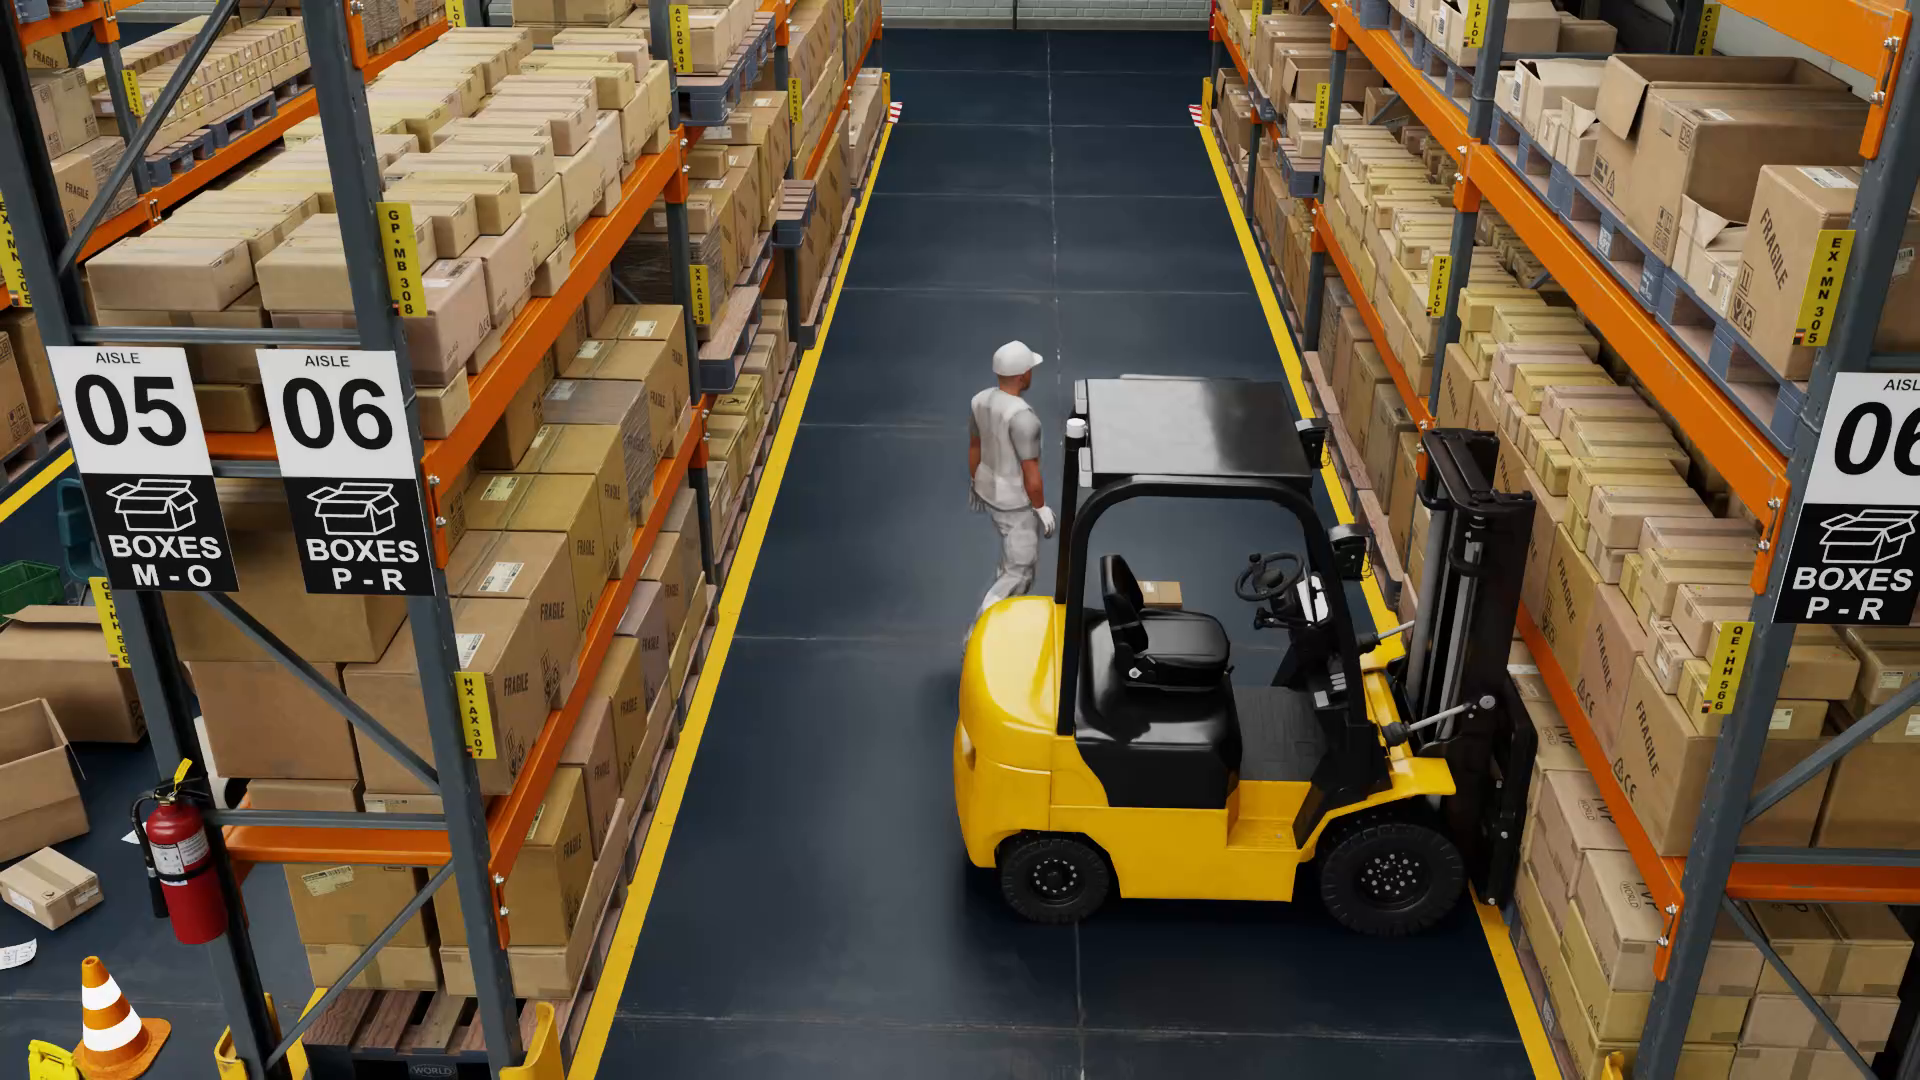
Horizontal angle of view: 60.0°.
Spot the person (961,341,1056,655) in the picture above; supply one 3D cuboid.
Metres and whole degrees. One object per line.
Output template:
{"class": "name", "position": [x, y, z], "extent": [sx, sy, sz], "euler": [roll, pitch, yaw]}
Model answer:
{"class": "person", "position": [0.258, -0.214, 9.010], "extent": [0.784, 1.769, 0.666], "euler": [-15, 31, -27]}
